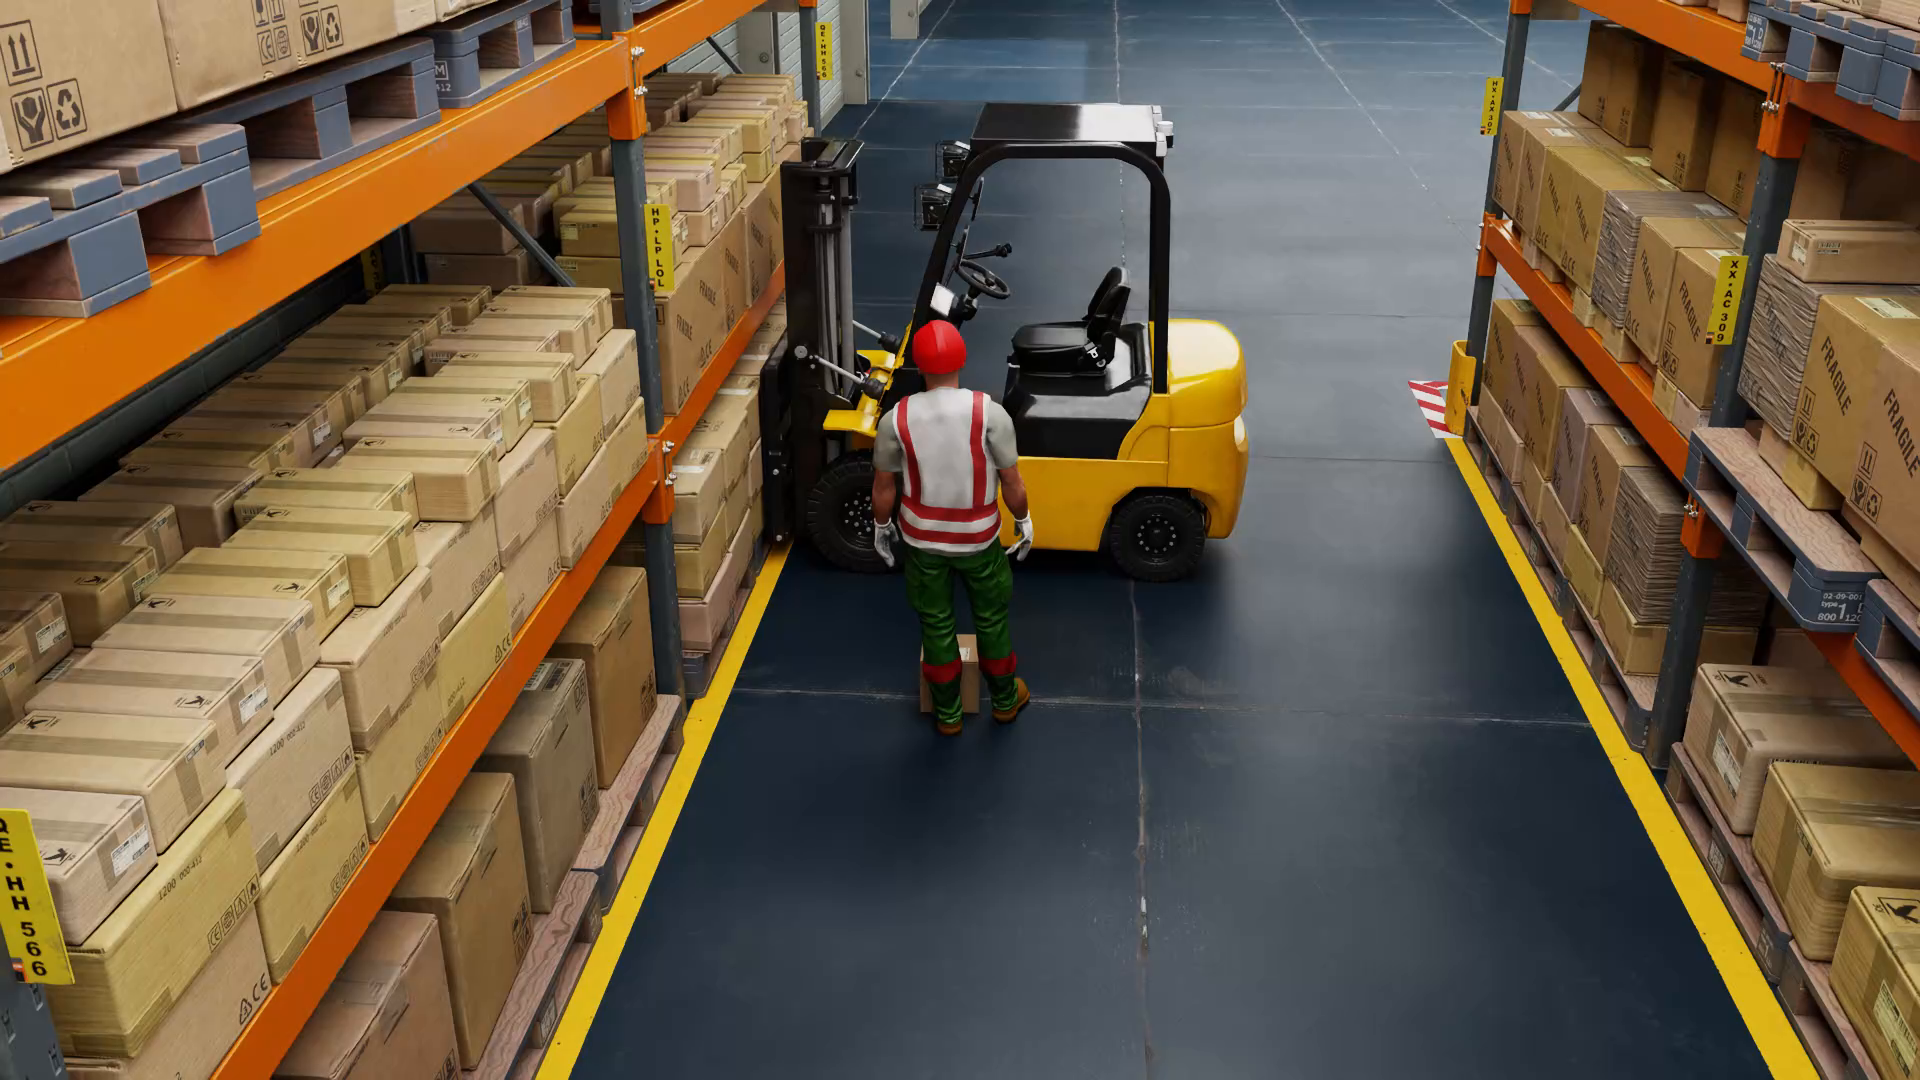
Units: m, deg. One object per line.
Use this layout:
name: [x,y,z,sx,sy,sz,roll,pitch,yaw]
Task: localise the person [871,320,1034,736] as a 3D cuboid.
person: [-0.021,-0.053,6.673,0.637,1.785,0.562,2,24,4]
